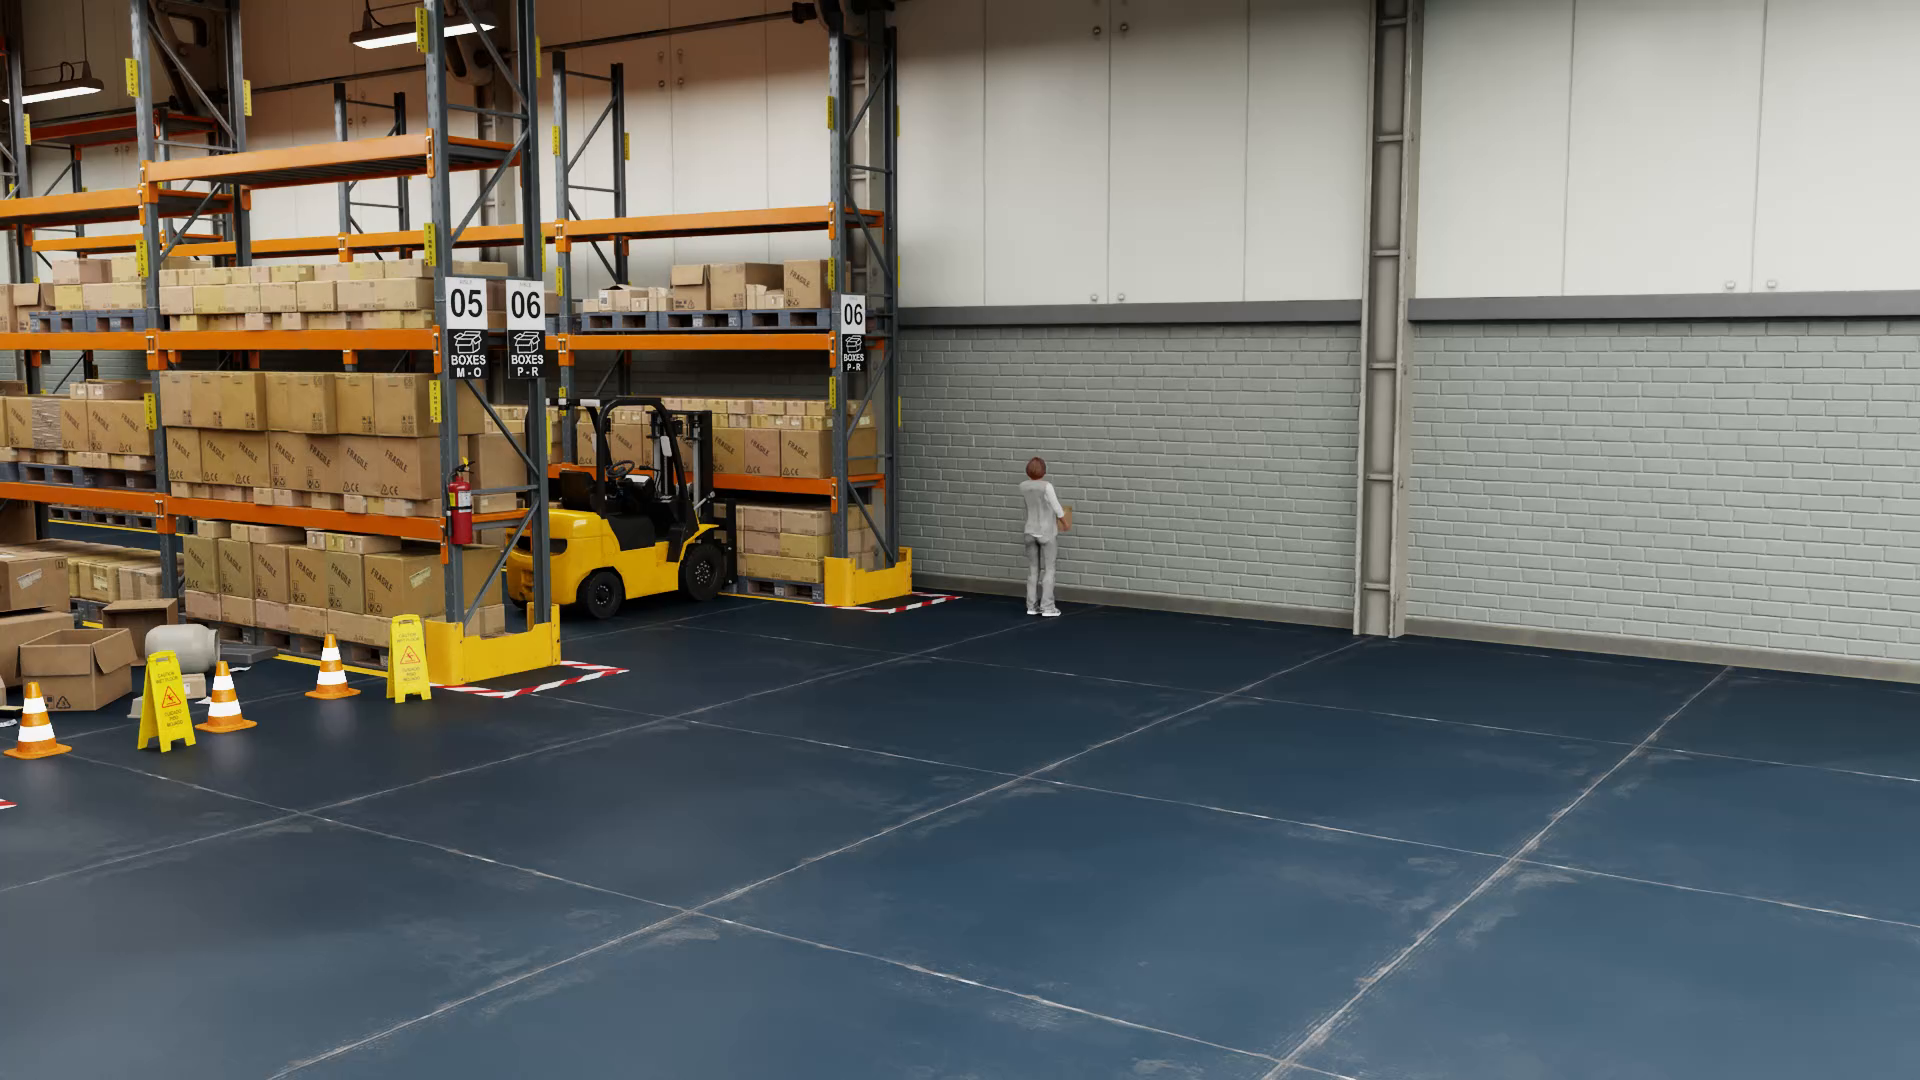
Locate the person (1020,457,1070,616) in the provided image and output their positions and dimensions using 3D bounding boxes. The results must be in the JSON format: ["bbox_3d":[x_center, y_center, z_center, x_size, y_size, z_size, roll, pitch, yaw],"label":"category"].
[{"bbox_3d":[0.844,-0.042,16.589,0.405,1.590,0.495,4,8,34],"label":"person"}]
